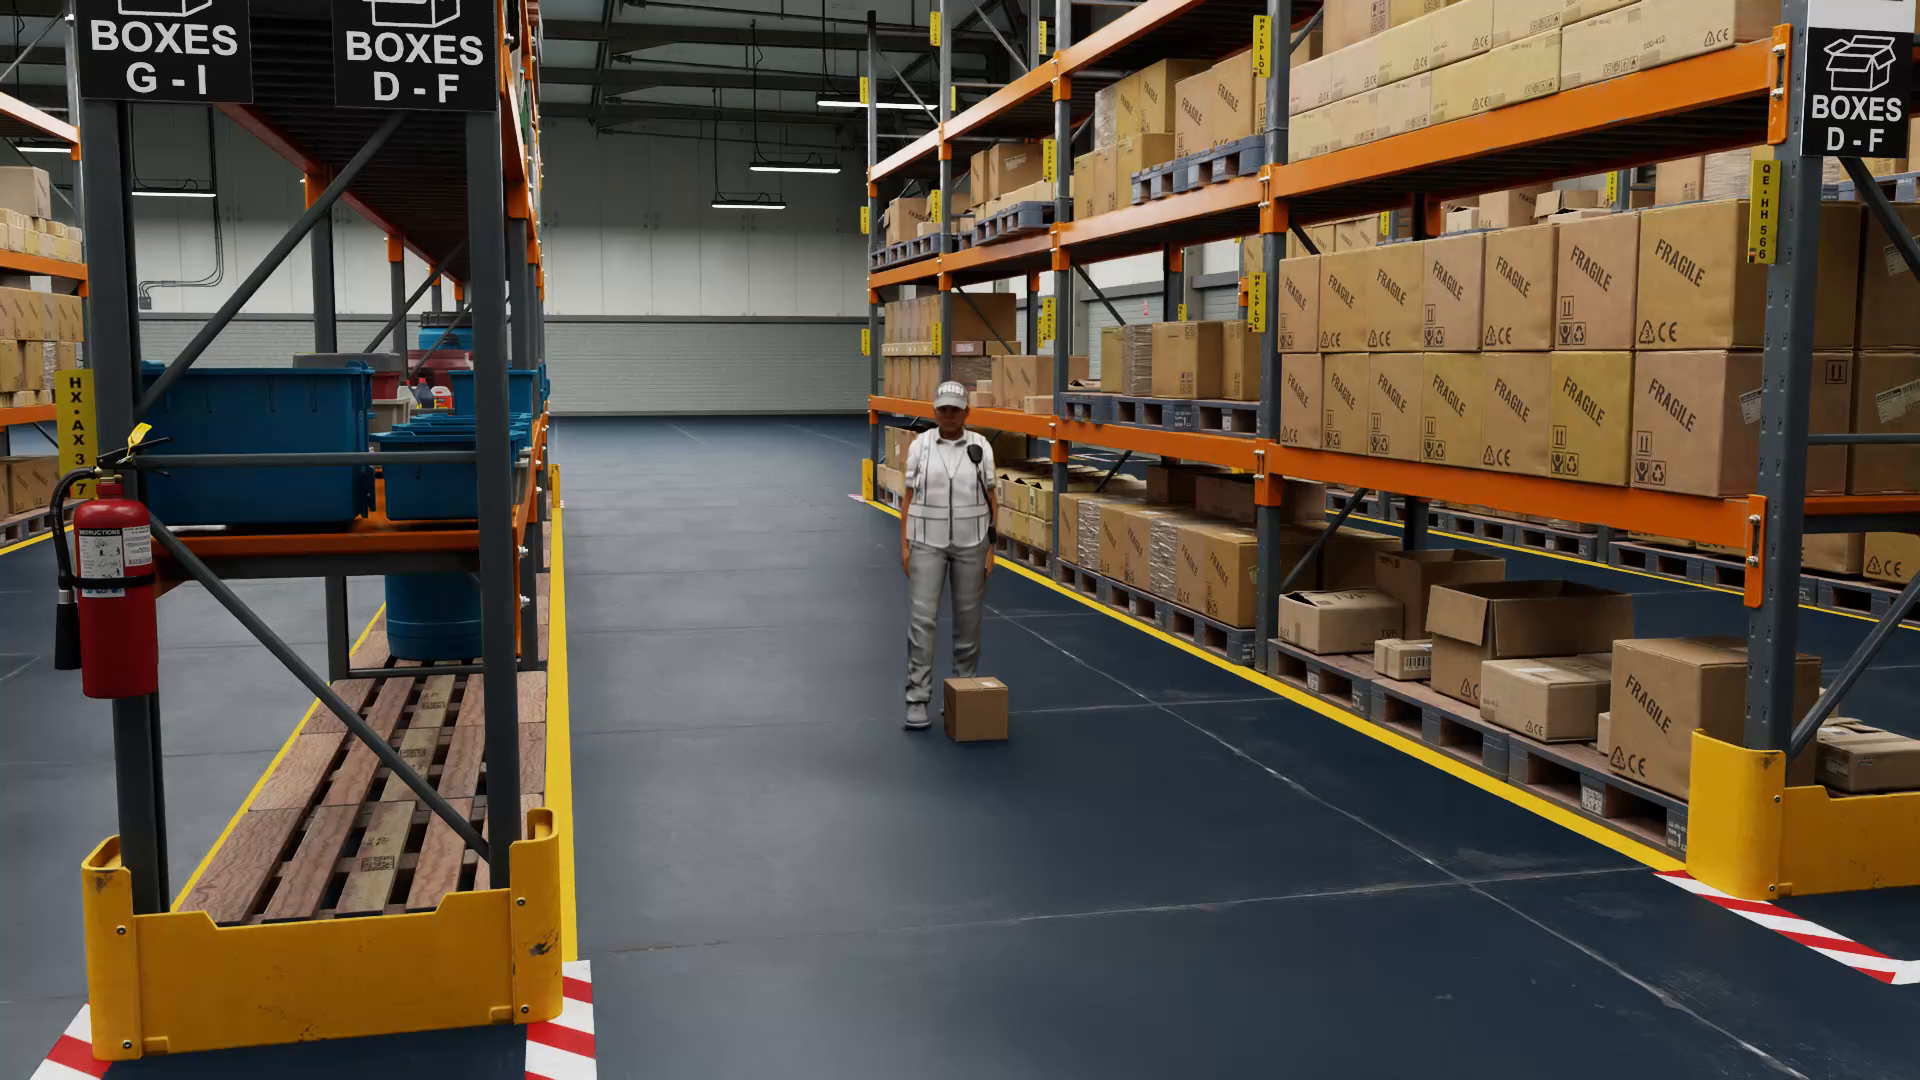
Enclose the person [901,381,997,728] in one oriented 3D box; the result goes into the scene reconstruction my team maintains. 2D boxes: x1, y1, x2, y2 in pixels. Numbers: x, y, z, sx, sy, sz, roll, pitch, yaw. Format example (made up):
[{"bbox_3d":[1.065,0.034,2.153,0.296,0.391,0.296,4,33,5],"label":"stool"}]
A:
[{"bbox_3d":[-0.045,0.054,8.151,0.481,1.656,0.592,0,6,-4],"label":"person"}]
